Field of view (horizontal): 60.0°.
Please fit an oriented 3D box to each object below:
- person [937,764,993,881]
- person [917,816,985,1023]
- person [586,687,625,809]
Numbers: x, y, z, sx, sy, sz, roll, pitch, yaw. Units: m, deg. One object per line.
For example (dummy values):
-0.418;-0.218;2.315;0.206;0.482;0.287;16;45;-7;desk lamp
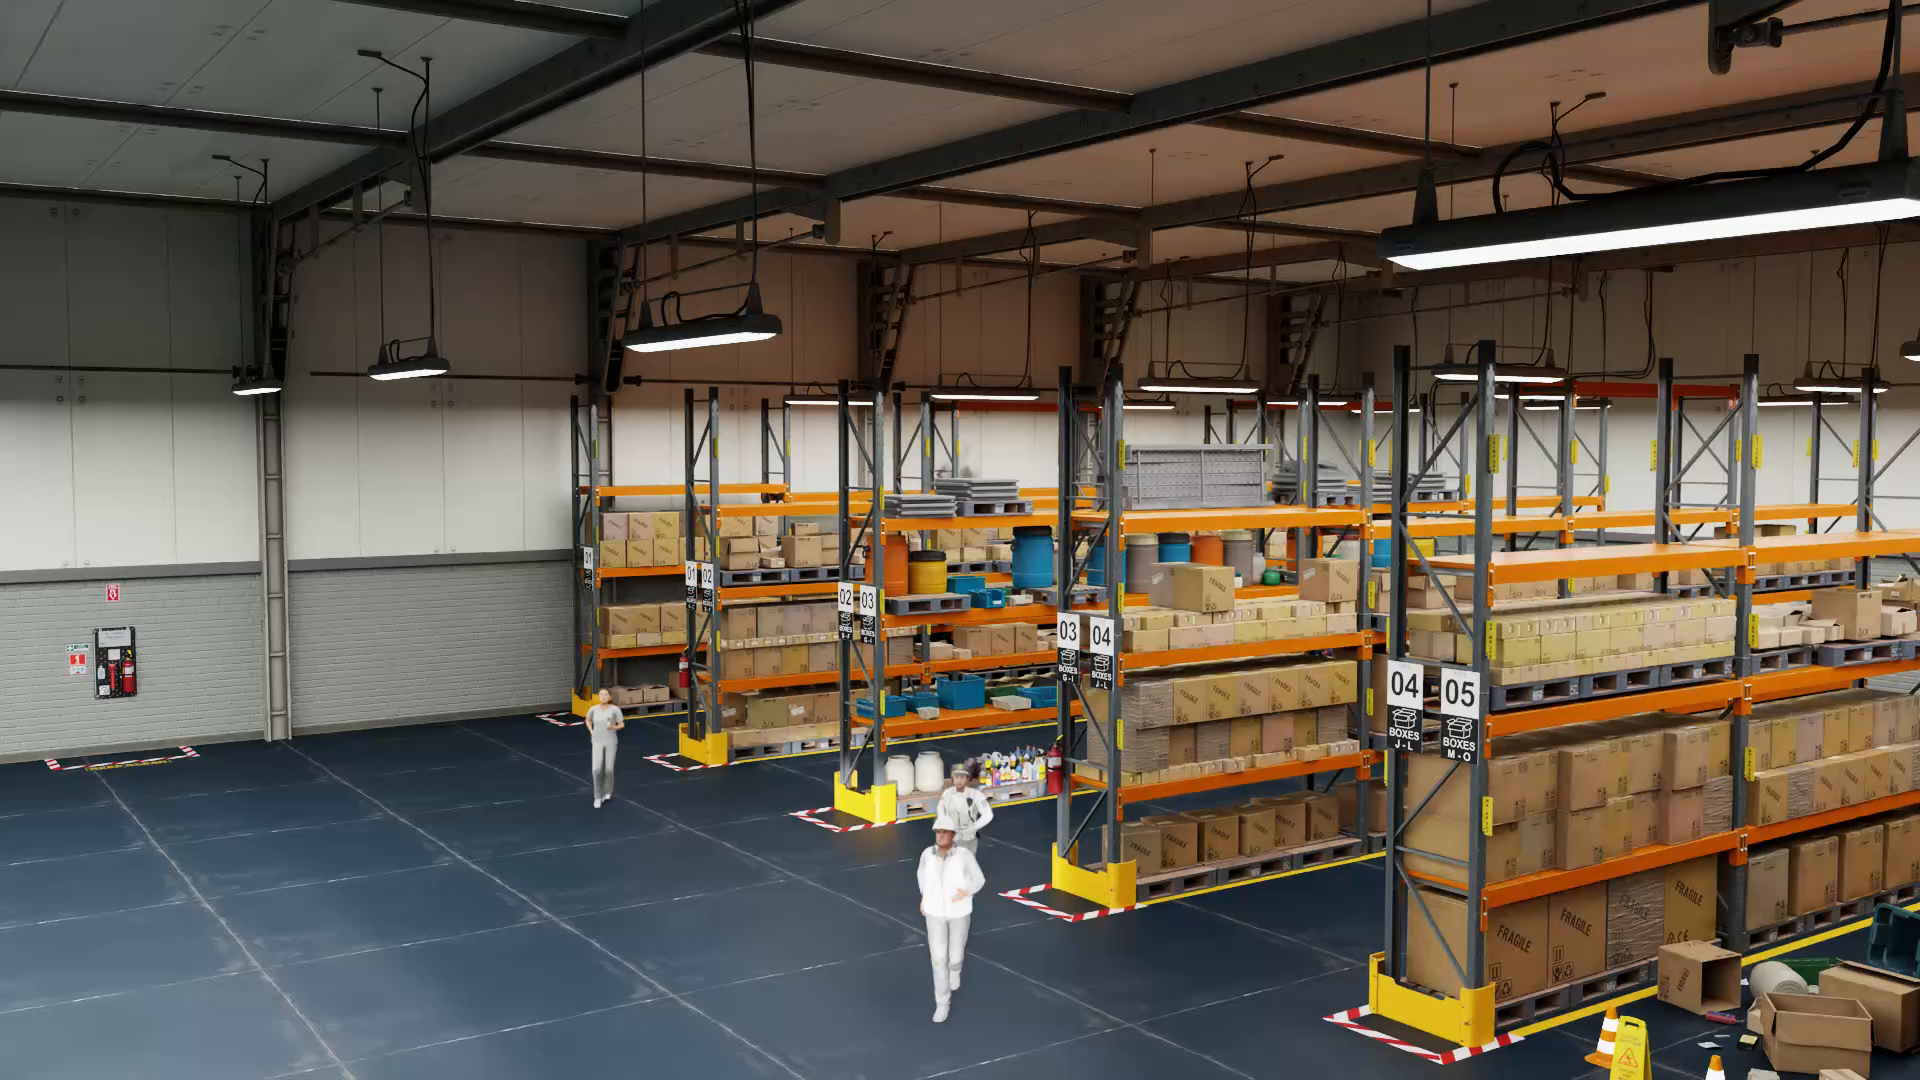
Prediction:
0.045;3.230;17.891;0.626;1.712;0.842;0;3;7;person
-0.095;3.379;15.094;0.653;1.780;0.850;1;3;9;person
-5.020;2.929;23.511;0.558;1.713;0.671;0;3;-7;person
